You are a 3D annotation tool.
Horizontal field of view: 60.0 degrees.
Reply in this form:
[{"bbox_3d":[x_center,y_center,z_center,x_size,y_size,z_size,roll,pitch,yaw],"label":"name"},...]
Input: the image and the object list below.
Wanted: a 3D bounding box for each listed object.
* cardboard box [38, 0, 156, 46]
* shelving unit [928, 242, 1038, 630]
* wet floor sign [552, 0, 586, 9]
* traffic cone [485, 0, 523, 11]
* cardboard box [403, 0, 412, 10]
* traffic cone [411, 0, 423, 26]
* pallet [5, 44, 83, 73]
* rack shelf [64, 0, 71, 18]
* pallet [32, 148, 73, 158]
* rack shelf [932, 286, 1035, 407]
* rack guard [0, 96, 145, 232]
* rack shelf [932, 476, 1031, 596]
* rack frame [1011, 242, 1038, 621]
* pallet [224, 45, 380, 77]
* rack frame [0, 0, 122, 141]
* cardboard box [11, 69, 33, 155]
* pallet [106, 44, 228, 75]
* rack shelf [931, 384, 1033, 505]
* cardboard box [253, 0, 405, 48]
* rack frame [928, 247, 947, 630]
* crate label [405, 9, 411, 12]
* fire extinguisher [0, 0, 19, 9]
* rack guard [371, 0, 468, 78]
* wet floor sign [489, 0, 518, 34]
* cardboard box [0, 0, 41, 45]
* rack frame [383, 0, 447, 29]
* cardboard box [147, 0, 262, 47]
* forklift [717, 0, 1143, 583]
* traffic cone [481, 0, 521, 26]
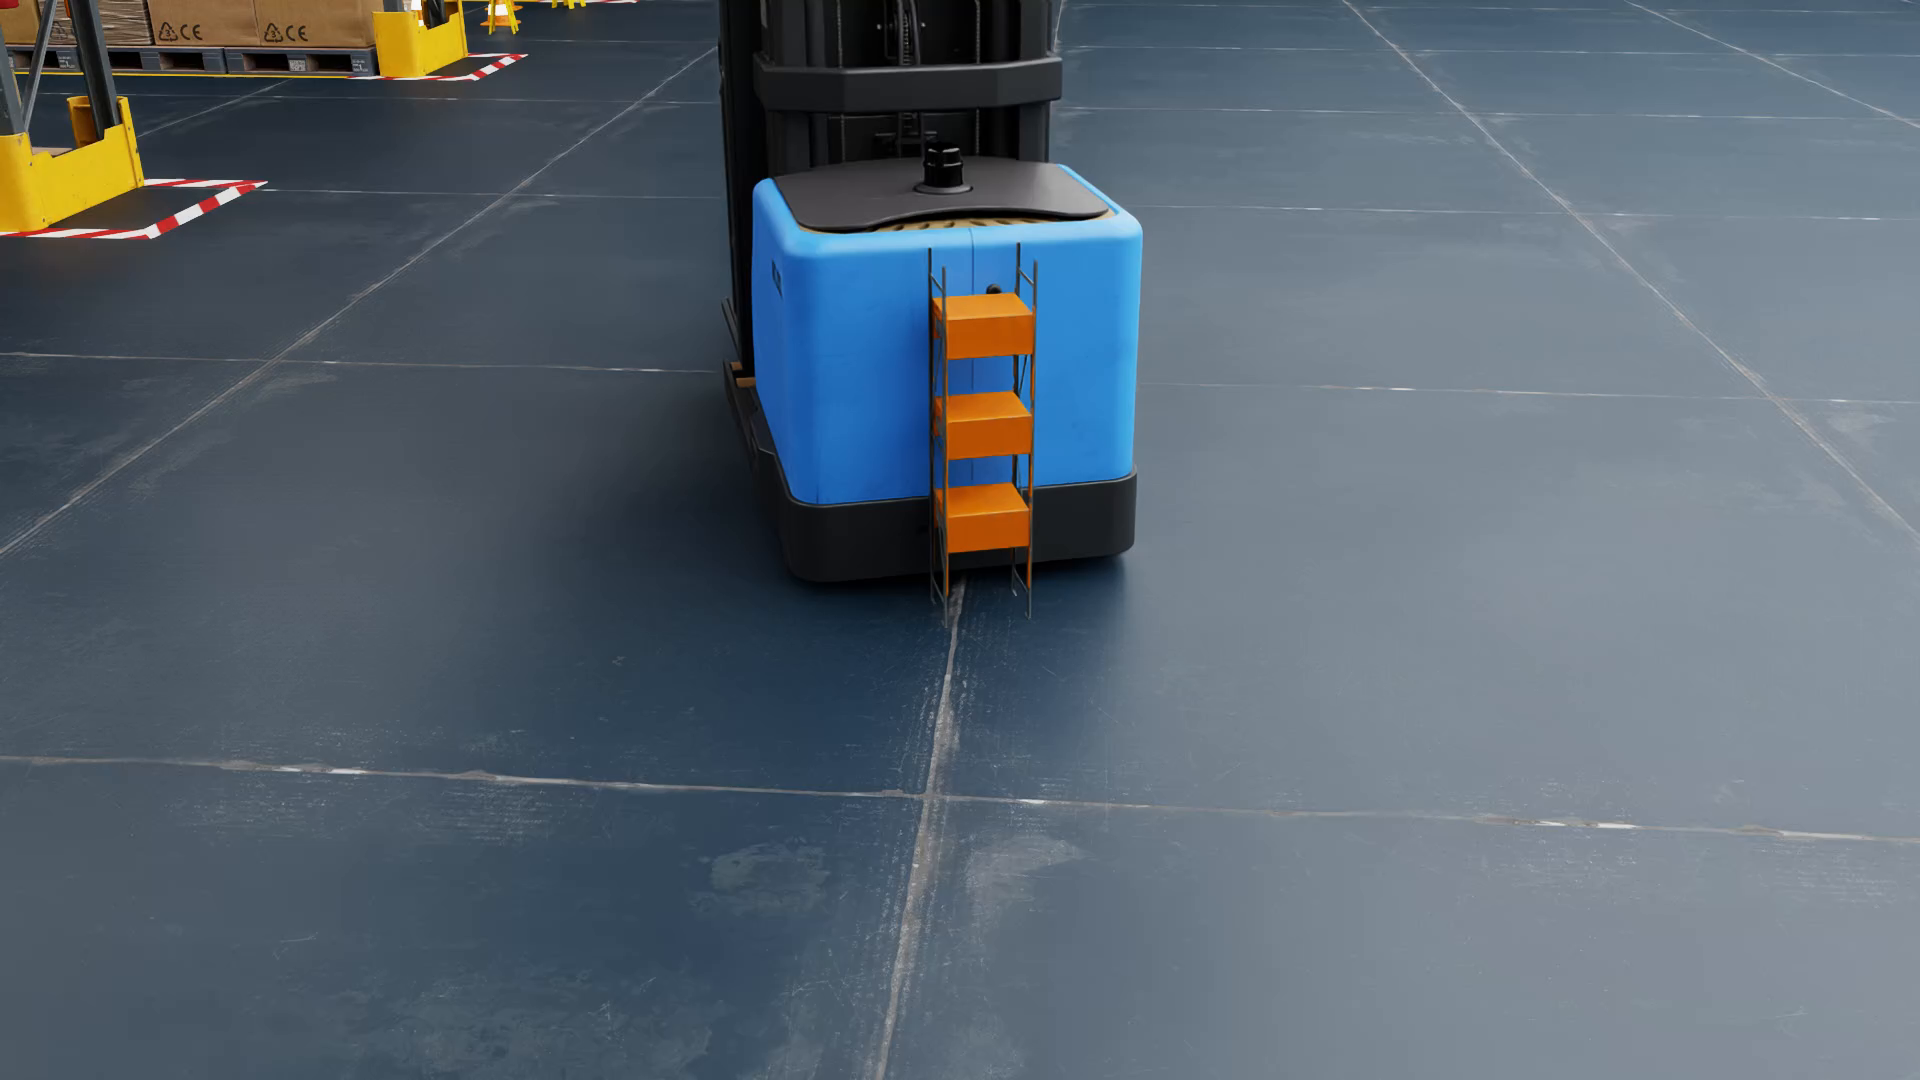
[{"bbox_3d":[-6.925,-4.575,13.644,0.875,0.875,0.875,2,25,4],"label":"cardboard box"},{"bbox_3d":[0.058,-0.275,4.592,0.252,1.050,0.215,-5,25,-11],"label":"shelving unit"},{"bbox_3d":[-4.072,-5.843,17.176,0.232,0.644,0.267,11,27,22],"label":"wet floor sign"},{"bbox_3d":[-4.707,-5.688,17.058,0.334,0.463,0.336,2,25,4],"label":"traffic cone"},{"bbox_3d":[-5.640,-5.269,16.523,0.250,0.149,0.380,16,29,31],"label":"cardboard box"},{"bbox_3d":[-4.878,-4.754,15.029,0.334,0.463,0.336,2,25,4],"label":"traffic cone"},{"bbox_3d":[-7.693,-4.102,13.913,1.213,0.211,1.003,2,25,4],"label":"pallet"},{"bbox_3d":[-6.932,-2.971,8.979,4.000,0.370,1.077,2,25,4],"label":"rack shelf"},{"bbox_3d":[-5.821,-2.010,9.366,1.213,0.211,1.003,2,25,4],"label":"pallet"},{"bbox_3d":[0.058,-0.523,4.478,0.240,0.259,0.215,-5,25,-11],"label":"rack shelf"},{"bbox_3d":[-5.013,-2.101,9.218,0.348,0.500,1.175,2,25,4],"label":"rack guard"},{"bbox_3d":[0.058,-0.013,4.713,0.240,0.259,0.215,-5,25,-11],"label":"rack shelf"},{"bbox_3d":[0.177,-0.286,4.617,0.008,1.050,0.200,-5,25,-11],"label":"rack frame"},{"bbox_3d":[-5.260,-4.024,13.743,1.213,0.211,1.003,2,25,4],"label":"pallet"},{"bbox_3d":[-4.938,-3.234,8.690,0.127,3.000,1.000,2,25,4],"label":"rack frame"},{"bbox_3d":[-5.559,-2.316,9.183,0.500,0.500,0.500,6,25,14],"label":"cardboard box"},{"bbox_3d":[-6.474,-4.064,13.830,1.213,0.211,1.003,2,25,4],"label":"pallet"},{"bbox_3d":[0.058,-0.266,4.597,0.240,0.259,0.215,-5,25,-11],"label":"rack shelf"},{"bbox_3d":[-5.138,-4.518,13.519,0.875,0.875,0.875,2,25,4],"label":"cardboard box"},{"bbox_3d":[-0.061,-0.264,4.568,0.008,1.050,0.200,-5,25,-11],"label":"rack frame"},{"bbox_3d":[-5.241,-5.066,16.095,0.298,0.136,0.250,-11,27,-23],"label":"crate label"},{"bbox_3d":[-4.859,-3.003,8.281,0.183,0.674,0.296,2,25,4],"label":"fire extinguisher"},{"bbox_3d":[-4.433,-4.162,13.696,0.348,0.500,1.175,2,25,4],"label":"rack guard"},{"bbox_3d":[-4.277,-5.053,15.459,0.232,0.644,0.267,-2,25,-5],"label":"wet floor sign"},{"bbox_3d":[-7.824,-4.602,13.703,0.875,0.875,0.875,2,25,5],"label":"cardboard box"},{"bbox_3d":[-4.457,-5.298,13.175,0.127,3.000,1.000,2,25,4],"label":"rack frame"},{"bbox_3d":[-6.016,-4.545,13.578,0.875,0.875,0.875,1,25,3],"label":"cardboard box"},{"bbox_3d":[-0.291,-1.799,5.654,1.130,2.935,3.031,-5,25,-11],"label":"forklift"},{"bbox_3d":[-4.453,-5.214,16.029,0.334,0.463,0.336,2,25,4],"label":"traffic cone"}]
